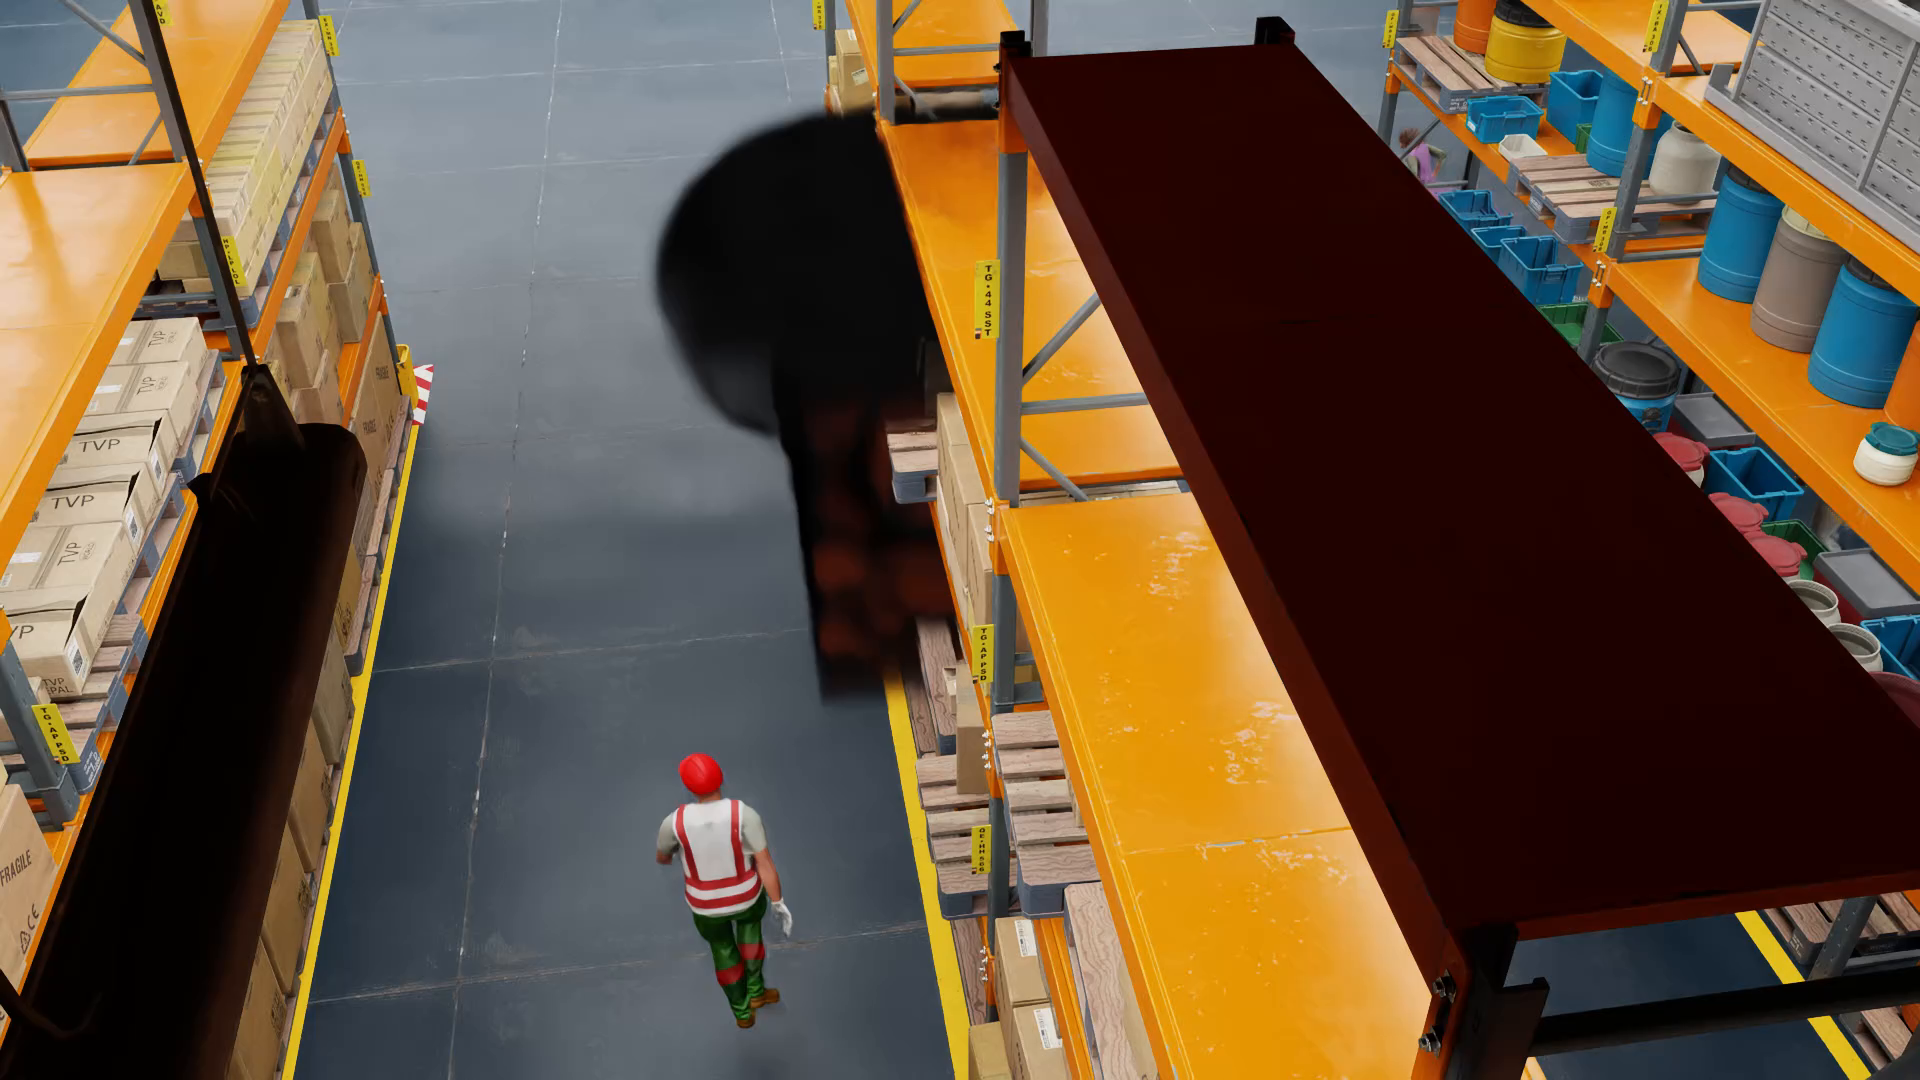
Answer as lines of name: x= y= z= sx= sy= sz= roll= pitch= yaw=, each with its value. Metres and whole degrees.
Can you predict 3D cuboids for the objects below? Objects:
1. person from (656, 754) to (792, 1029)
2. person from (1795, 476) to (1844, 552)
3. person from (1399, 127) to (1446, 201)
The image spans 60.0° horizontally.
person: x=-1.284 y=1.880 z=9.029 sx=0.674 sy=1.714 sz=0.787 roll=-7 pitch=37 yaw=-9
person: x=6.725 y=-0.344 z=12.597 sx=0.576 sy=1.574 sz=0.805 roll=-18 pitch=40 yaw=-23
person: x=4.714 y=-3.361 z=16.754 sx=0.885 sy=1.575 sz=0.584 roll=18 pitch=40 yaw=23
